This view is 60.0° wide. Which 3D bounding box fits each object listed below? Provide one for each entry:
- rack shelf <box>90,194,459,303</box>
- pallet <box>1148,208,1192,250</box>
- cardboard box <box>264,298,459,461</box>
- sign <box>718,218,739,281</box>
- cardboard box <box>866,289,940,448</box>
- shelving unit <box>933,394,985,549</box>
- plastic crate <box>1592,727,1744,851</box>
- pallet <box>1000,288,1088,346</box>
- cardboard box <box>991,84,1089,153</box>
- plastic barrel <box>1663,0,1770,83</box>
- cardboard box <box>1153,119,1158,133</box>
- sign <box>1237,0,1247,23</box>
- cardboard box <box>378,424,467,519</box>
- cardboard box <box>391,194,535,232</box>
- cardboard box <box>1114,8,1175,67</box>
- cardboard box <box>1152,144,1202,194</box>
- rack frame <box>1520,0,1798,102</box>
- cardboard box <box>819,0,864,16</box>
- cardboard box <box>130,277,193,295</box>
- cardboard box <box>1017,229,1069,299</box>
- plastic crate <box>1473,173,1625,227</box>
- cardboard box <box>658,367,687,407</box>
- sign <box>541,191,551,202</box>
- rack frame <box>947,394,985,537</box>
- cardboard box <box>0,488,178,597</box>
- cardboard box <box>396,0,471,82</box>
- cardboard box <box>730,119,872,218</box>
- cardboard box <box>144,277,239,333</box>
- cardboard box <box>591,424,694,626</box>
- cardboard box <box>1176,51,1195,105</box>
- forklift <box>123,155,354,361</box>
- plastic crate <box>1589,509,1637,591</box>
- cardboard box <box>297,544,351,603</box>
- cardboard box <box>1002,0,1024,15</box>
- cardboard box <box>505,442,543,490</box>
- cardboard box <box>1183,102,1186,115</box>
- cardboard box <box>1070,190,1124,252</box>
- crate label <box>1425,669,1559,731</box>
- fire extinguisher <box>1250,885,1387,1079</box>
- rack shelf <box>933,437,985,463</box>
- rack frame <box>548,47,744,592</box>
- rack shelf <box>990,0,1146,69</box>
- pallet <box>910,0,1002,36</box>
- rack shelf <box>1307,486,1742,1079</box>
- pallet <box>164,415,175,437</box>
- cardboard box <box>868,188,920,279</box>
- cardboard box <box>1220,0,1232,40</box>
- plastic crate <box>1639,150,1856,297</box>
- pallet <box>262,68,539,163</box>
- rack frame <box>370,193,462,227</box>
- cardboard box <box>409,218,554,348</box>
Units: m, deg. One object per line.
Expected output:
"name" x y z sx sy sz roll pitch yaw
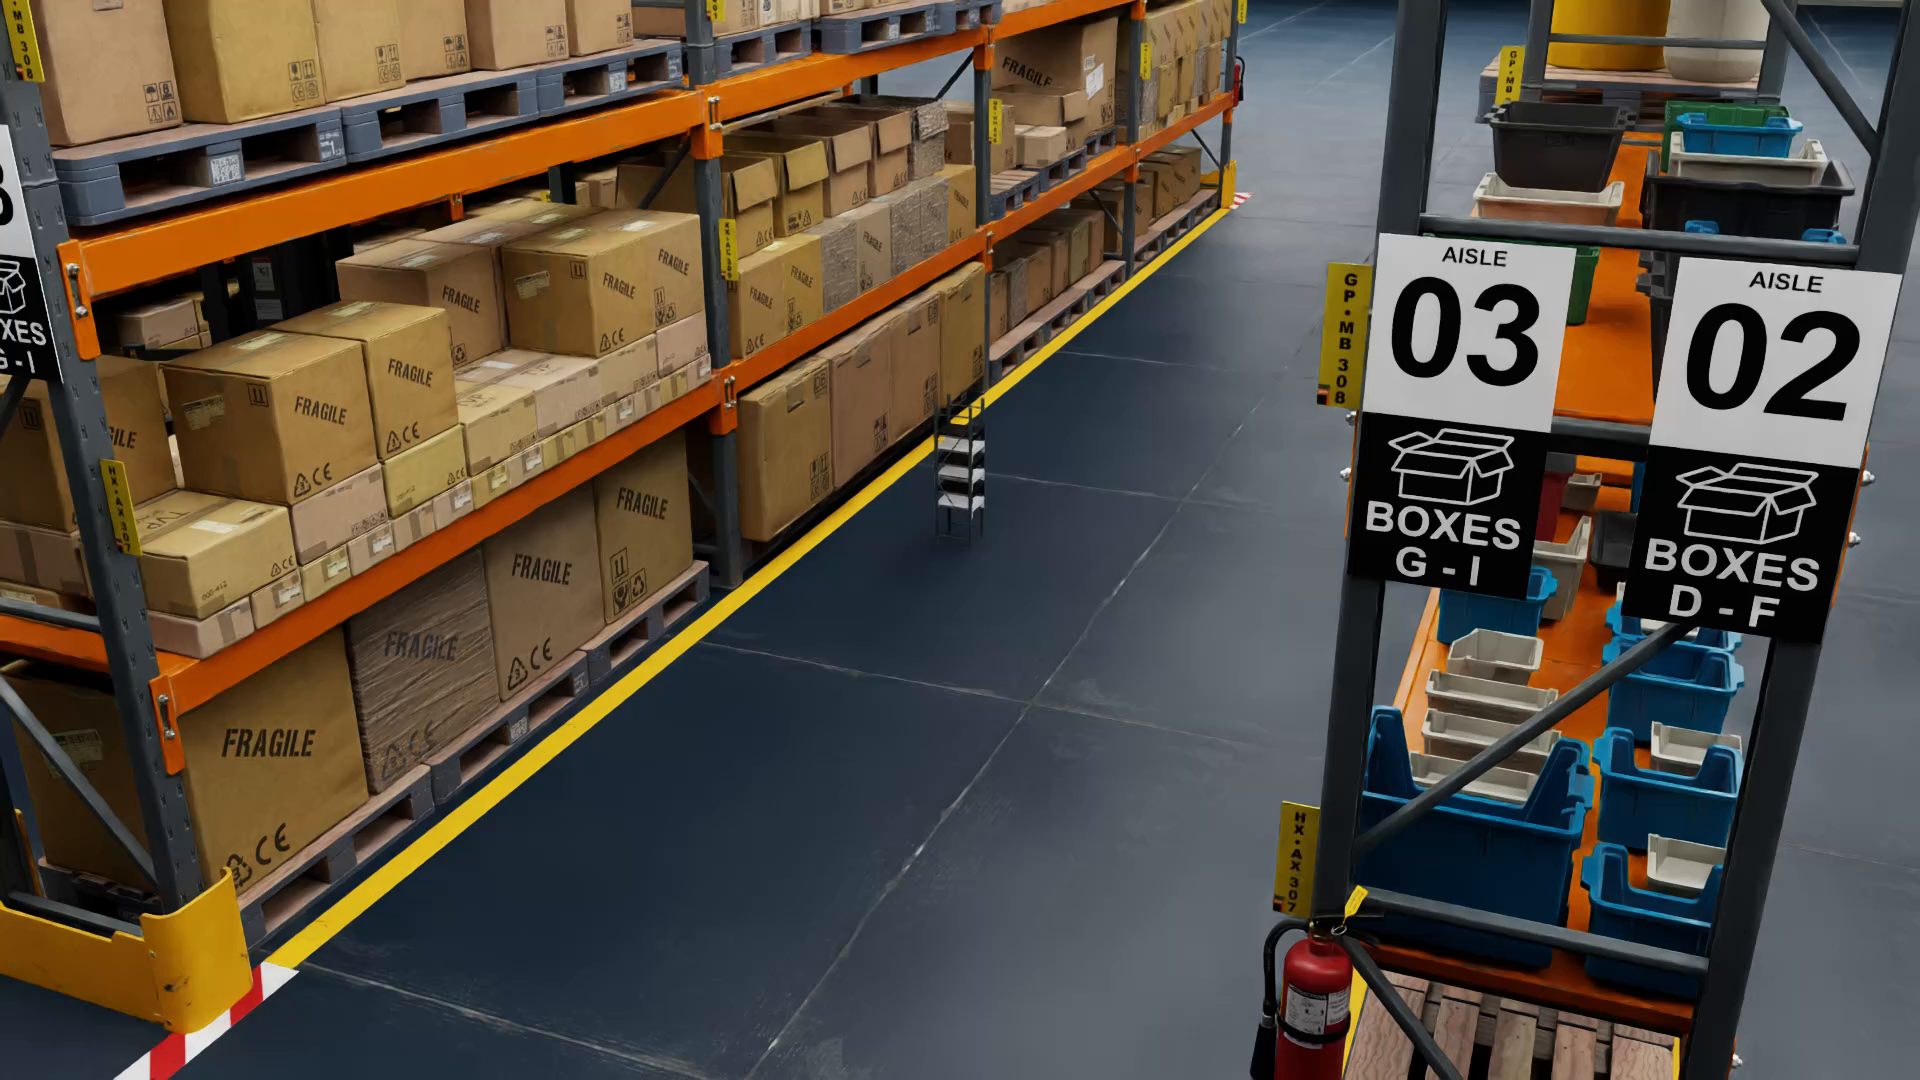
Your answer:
"rack shelf" -5.568 -2.312 12.826 1.077 0.370 4.000 9 24 20
"pallet" 1.897 -3.441 18.214 1.003 0.211 1.213 9 24 20
"cardboard box" -2.427 -0.662 6.780 0.500 0.500 0.500 8 24 19
"sign" -1.227 -1.539 8.816 0.100 0.325 0.005 9 24 20
"cardboard box" -0.871 -1.264 11.597 1.225 0.875 0.875 9 24 20
"shelving unit" -0.003 -0.412 10.070 0.258 0.900 0.210 9 24 20
"plastic crate" 2.012 0.732 4.746 0.416 0.233 0.300 9 24 20
"pallet" 0.489 -2.041 14.862 1.003 0.211 1.213 9 24 20
"cardboard box" 0.670 -3.652 14.423 0.797 0.503 0.637 11 25 25
"plastic barrel" 3.284 -2.265 7.169 0.433 0.535 0.433 0 23 0
"cardboard box" 1.760 -4.143 16.603 0.380 0.149 0.250 9 24 20
"sign" 3.222 -6.069 18.976 0.100 0.325 0.005 9 24 20
"cardboard box" -2.423 -0.318 6.927 0.500 0.250 0.500 8 24 18
"cardboard box" -4.515 -2.720 15.244 1.050 0.750 0.750 8 24 19
"cardboard box" 1.816 -4.993 16.499 0.500 0.500 0.500 9 24 20
"cardboard box" 2.467 -4.295 19.339 0.500 0.500 0.500 14 26 30
"rack frame" 2.855 -3.241 6.333 1.000 3.000 0.127 9 24 20
"cardboard box" -0.996 -3.504 10.177 0.797 0.503 0.637 8 24 19
"cardboard box" -6.065 -1.799 12.390 0.500 0.250 0.500 10 25 23
"cardboard box" 0.578 -2.509 15.037 0.700 0.500 0.500 7 24 15
"plastic crate" 1.907 -1.078 5.390 0.437 0.136 0.530 9 24 20
"cardboard box" -1.648 -0.817 8.641 0.380 0.149 0.250 9 24 21
"sign" -2.251 -1.753 9.157 0.100 0.325 0.005 9 24 20
"rack frame" 0.035 -0.449 10.157 0.240 0.900 0.006 9 24 20
"cardboard box" -3.295 -0.030 6.238 0.500 0.250 0.500 8 24 19
"cardboard box" -2.508 -2.204 6.940 0.700 0.500 0.500 10 25 22
"cardboard box" -1.032 -2.389 10.646 0.797 0.503 0.637 10 25 22
"cardboard box" -5.595 -1.732 12.229 0.500 0.250 0.500 9 24 22
"cardboard box" -2.063 -0.170 8.977 0.875 0.875 0.875 9 24 20
"cardboard box" 1.988 -4.920 17.622 0.875 0.500 0.500 9 24 20
"forklift" -4.371 -1.384 9.760 3.031 2.935 1.130 0 23 1
"plastic crate" 2.689 0.066 6.480 0.437 0.125 0.590 9 24 20
"cardboard box" -2.602 0.102 6.439 0.380 0.149 0.250 8 24 19
"cardboard box" 0.154 -4.060 12.380 0.500 0.250 0.500 9 24 21
"cardboard box" -2.125 -0.359 7.543 0.380 0.149 0.250 9 24 21
"cardboard box" 2.183 -4.597 17.689 0.380 0.149 0.250 9 24 20
"cardboard box" 1.414 -3.222 16.770 0.500 0.500 0.500 8 24 18
"crate label" 1.706 0.530 5.353 0.396 0.136 0.243 9 24 20
"fire extinguisher" 0.892 1.156 4.176 0.296 0.674 0.183 9 24 20
"rack shelf" -0.003 -0.548 10.013 0.258 0.077 0.200 9 24 20
"rack frame" -1.743 -1.182 9.187 1.000 3.000 0.127 9 24 20
"rack shelf" 0.486 -4.381 13.888 1.077 0.370 4.000 9 24 20
"pallet" -0.447 -3.672 11.502 1.213 0.211 1.003 10 25 22
"rack shelf" 2.113 0.575 5.914 1.077 0.370 4.000 9 24 20
"pallet" -6.023 -0.920 12.178 1.003 0.211 1.213 9 24 20
"cardboard box" -0.591 -2.083 11.216 0.500 0.500 0.500 8 24 18
"cardboard box" 2.739 -5.888 18.642 0.500 0.500 0.500 9 24 20
"plastic crate" 2.192 -0.904 4.711 0.504 0.338 0.767 9 24 20
"pallet" -2.511 -1.798 6.887 1.003 0.211 1.213 9 24 20
"rack frame" -4.825 -3.359 14.400 1.000 3.000 0.127 9 24 20
"cardboard box" -2.349 -1.286 8.272 0.500 0.500 0.500 9 24 20
